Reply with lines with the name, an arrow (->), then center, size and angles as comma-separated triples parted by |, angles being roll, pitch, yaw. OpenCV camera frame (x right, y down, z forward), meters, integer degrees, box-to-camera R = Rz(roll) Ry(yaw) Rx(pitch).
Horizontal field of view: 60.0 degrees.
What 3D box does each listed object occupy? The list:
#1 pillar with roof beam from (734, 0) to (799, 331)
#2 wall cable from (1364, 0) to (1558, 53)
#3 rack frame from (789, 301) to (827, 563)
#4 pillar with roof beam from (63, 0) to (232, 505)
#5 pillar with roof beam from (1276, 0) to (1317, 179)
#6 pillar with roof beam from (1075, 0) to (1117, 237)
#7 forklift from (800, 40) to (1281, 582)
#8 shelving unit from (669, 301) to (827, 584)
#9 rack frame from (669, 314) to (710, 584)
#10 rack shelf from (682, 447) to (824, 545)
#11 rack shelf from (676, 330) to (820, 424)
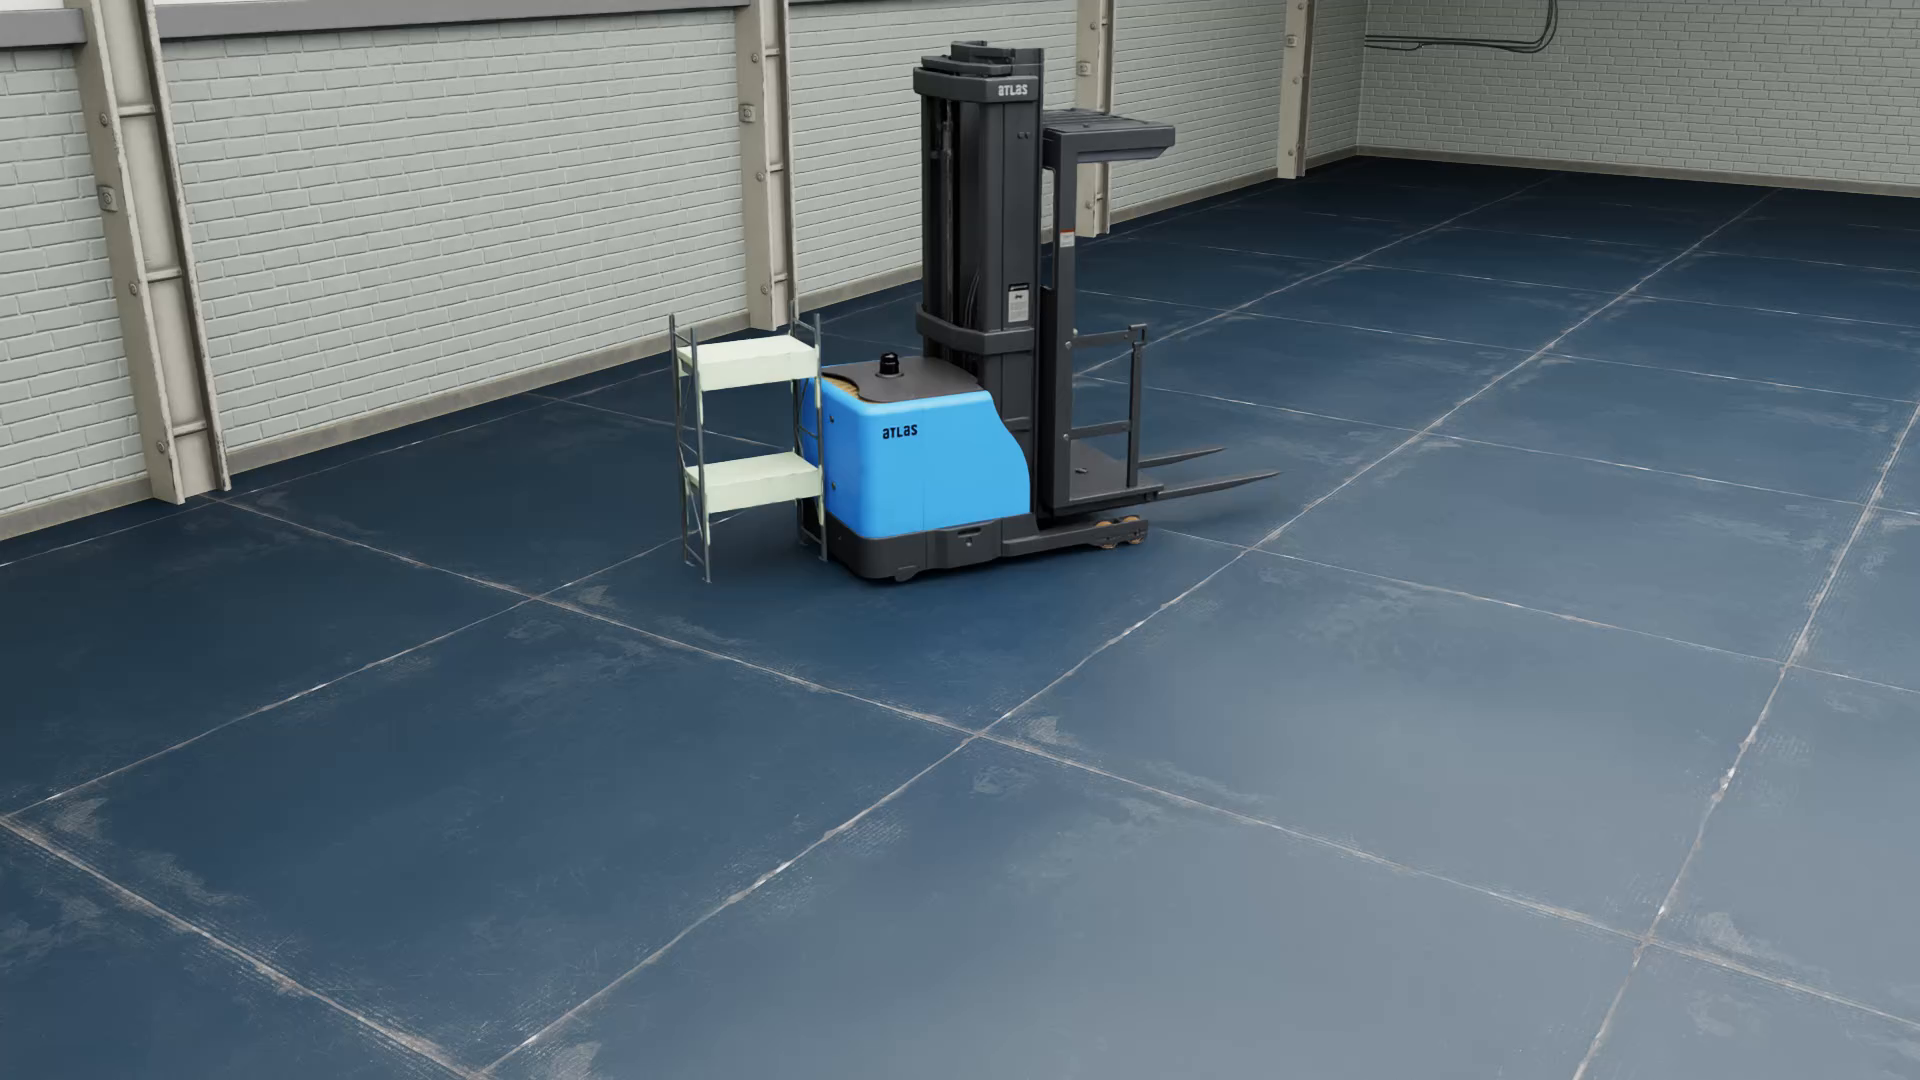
pillar with roof beam -> 1.794, -5.420, 11.948 | 9.100, 9.000, 0.400 | 13, 24, 32
wall cable -> 7.729, -8.834, 25.652 | 3.097, 2.526, 0.112 | 13, 24, 32
rack frame -> -0.895, -0.632, 9.811 | 0.023, 1.500, 0.400 | -10, 23, -26
pillar with roof beam -> -1.579, -3.699, 7.294 | 9.100, 9.000, 0.400 | 13, 24, 32
pillar with roof beam -> 8.539, -8.863, 21.256 | 9.100, 9.000, 0.400 | 13, 24, 32
pillar with roof beam -> 5.166, -7.142, 16.602 | 9.100, 9.000, 0.400 | 13, 24, 32
forklift -> 0.586, -1.472, 10.020 | 3.031, 2.935, 1.130 | -10, 22, -25
shelving unit -> -1.219, -0.572, 9.650 | 0.755, 1.500, 0.431 | -10, 23, -26
rack frame -> -1.542, -0.513, 9.490 | 0.023, 1.500, 0.400 | -10, 23, -26
rack shelf -> -1.219, -0.267, 9.763 | 0.720, 0.370, 0.431 | -10, 23, -26
rack shelf -> -1.219, -0.938, 9.515 | 0.720, 0.370, 0.431 | -10, 23, -26
